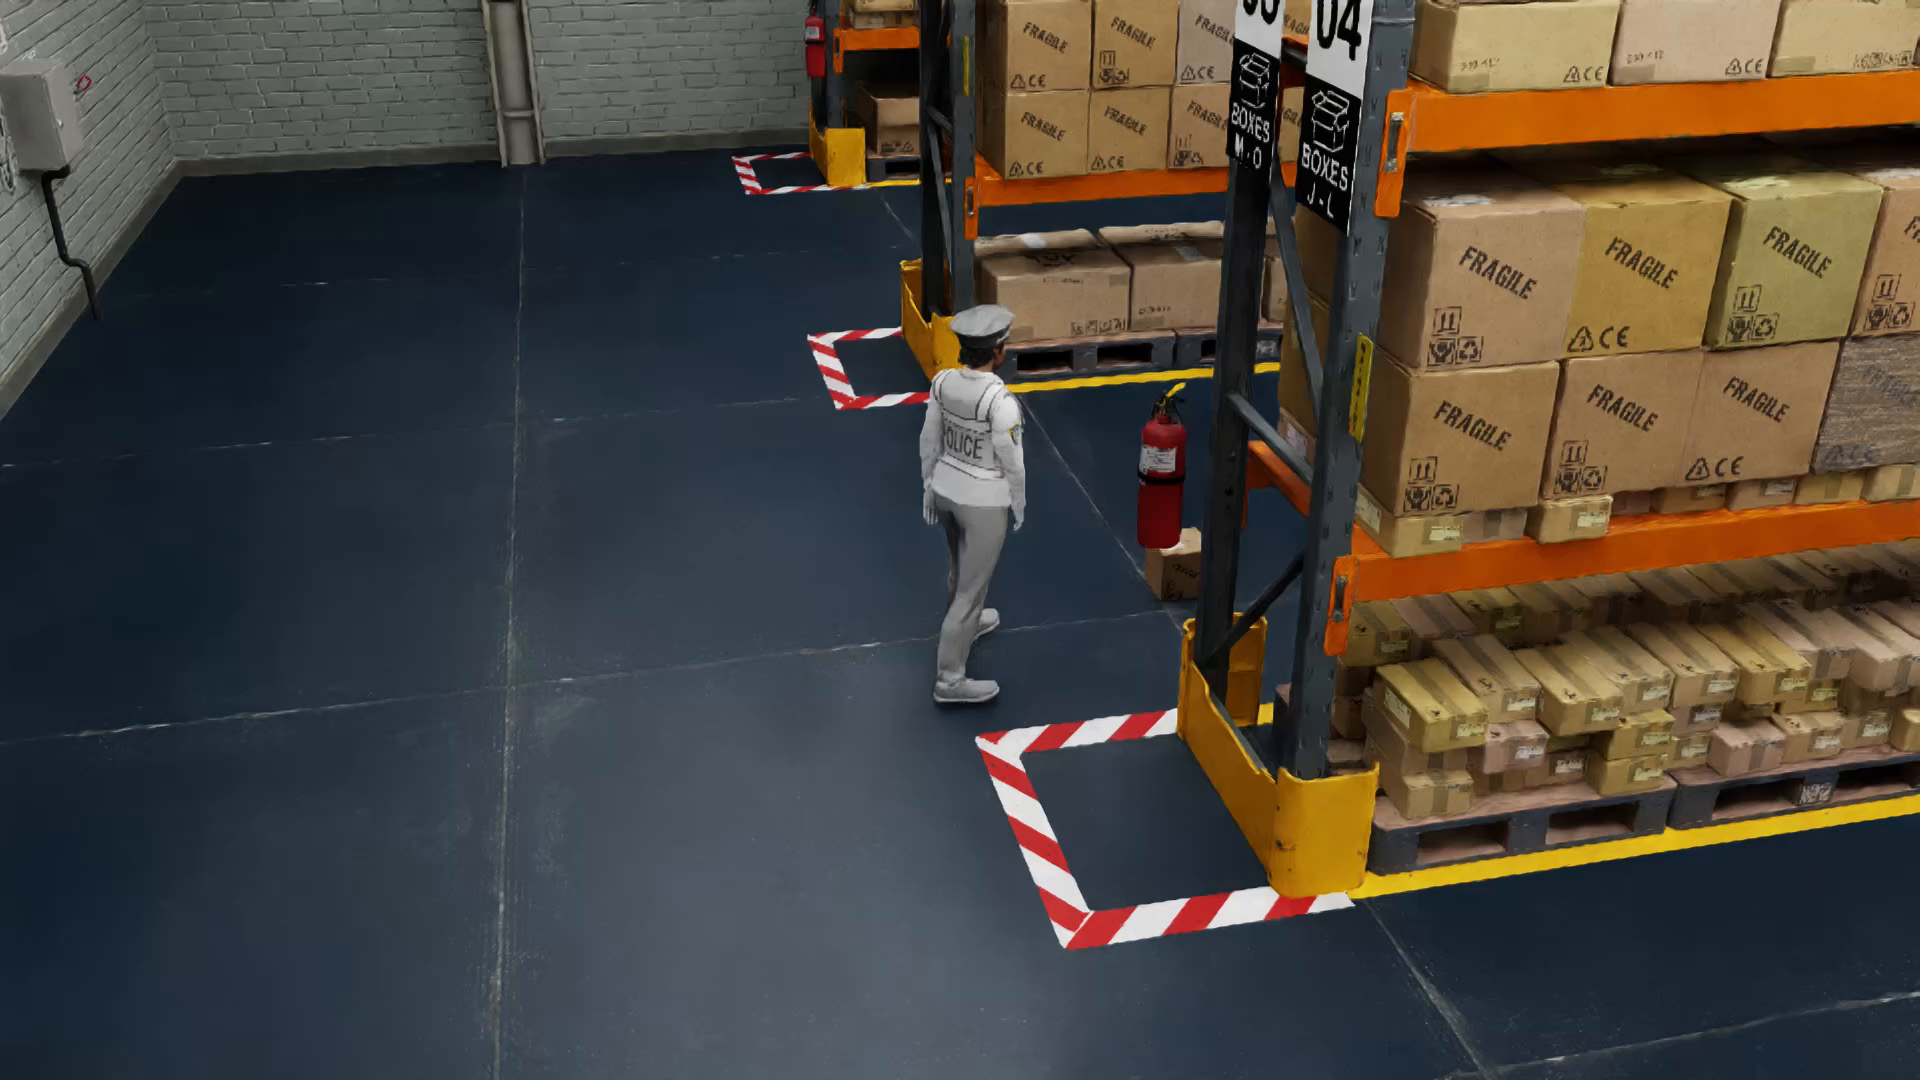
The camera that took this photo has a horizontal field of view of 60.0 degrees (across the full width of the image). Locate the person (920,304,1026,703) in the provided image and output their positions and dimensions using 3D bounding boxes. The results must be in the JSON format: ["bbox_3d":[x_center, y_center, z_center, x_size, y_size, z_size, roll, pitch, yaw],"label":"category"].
[{"bbox_3d":[0.060,-0.188,6.960,0.666,1.642,0.567,-20,33,-34],"label":"person"}]
